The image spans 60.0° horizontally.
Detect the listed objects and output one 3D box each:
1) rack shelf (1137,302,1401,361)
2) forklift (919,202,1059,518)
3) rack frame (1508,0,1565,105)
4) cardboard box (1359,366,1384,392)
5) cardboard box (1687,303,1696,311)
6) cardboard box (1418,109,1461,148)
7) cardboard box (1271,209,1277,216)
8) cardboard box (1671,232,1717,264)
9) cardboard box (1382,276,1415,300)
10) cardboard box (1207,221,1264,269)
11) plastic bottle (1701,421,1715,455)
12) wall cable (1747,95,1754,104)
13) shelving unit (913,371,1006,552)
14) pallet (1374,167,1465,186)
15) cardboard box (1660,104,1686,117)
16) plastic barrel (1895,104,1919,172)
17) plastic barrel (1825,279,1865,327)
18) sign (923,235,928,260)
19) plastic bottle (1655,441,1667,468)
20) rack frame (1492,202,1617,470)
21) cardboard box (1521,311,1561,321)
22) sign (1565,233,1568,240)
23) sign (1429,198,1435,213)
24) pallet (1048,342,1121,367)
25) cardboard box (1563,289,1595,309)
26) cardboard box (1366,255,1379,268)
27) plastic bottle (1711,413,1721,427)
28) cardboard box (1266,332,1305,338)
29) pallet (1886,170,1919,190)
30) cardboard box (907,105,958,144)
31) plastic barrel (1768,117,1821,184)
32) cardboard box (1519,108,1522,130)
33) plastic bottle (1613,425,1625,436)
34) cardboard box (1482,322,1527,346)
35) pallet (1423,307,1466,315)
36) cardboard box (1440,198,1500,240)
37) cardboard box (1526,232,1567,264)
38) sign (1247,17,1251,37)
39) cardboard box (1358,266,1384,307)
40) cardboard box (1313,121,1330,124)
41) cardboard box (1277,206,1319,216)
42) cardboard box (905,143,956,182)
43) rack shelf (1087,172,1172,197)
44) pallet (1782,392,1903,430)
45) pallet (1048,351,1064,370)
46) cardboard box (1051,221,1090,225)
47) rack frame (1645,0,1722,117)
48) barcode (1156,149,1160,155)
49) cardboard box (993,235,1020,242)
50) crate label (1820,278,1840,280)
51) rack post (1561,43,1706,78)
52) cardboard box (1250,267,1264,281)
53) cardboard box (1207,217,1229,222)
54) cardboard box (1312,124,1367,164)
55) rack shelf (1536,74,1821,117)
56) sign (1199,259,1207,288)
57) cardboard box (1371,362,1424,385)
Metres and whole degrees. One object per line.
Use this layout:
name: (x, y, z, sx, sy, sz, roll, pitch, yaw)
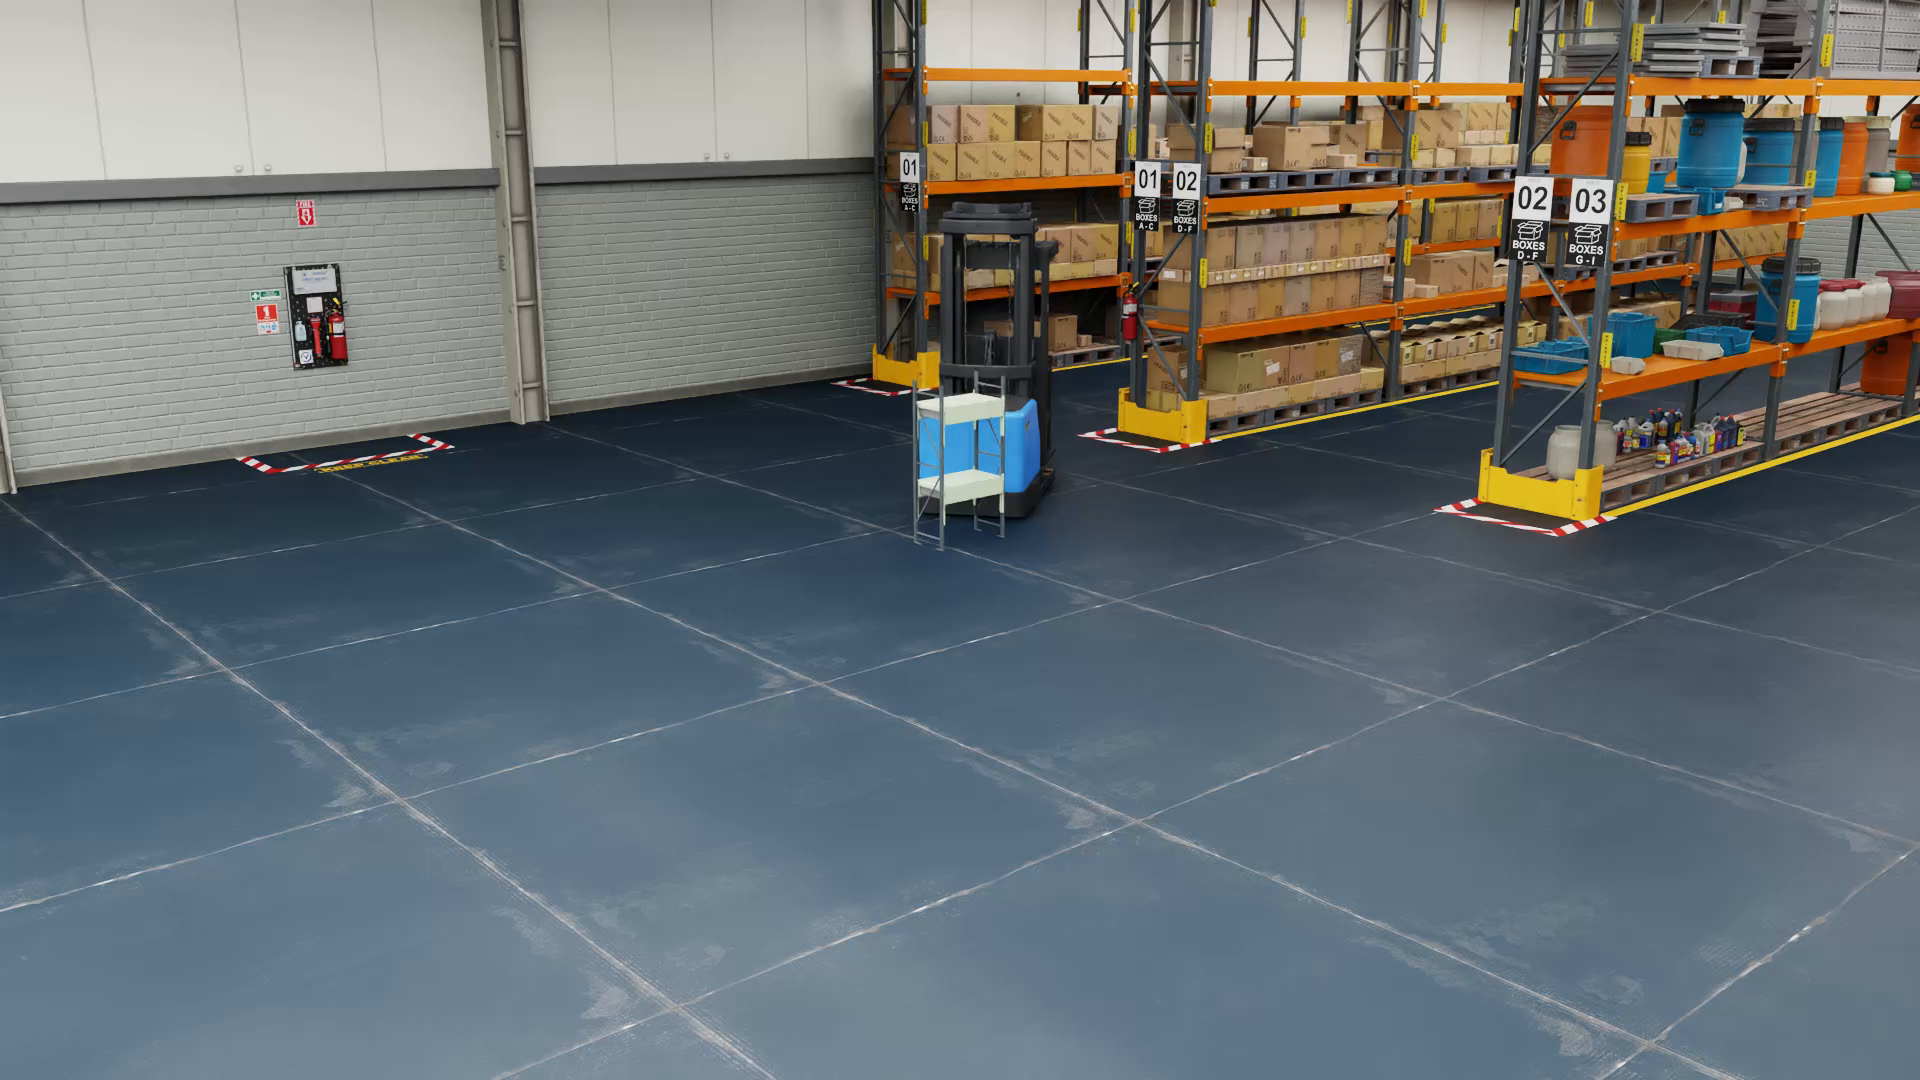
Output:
rack shelf: (3.938, -2.702, 20.948, 4.000, 0.370, 1.077, -13, 19, -39)
forklift: (0.392, -1.963, 16.920, 1.130, 2.935, 3.031, 3, 15, 11)
rack frame: (11.245, -9.283, 32.567, 0.127, 3.000, 1.000, -13, 19, -39)
cardboard box: (5.240, -2.142, 21.970, 0.500, 0.250, 0.500, -13, 19, -39)
cardboard box: (12.291, -3.936, 28.531, 0.500, 0.311, 0.500, -13, 19, -39)
cardboard box: (6.352, -5.528, 22.345, 0.500, 0.500, 0.500, -10, 18, -34)
cardboard box: (5.382, -5.721, 28.594, 0.500, 0.250, 0.500, -12, 19, -38)
cardboard box: (12.045, -4.825, 27.309, 0.500, 0.500, 0.500, -12, 19, -38)
cardboard box: (5.789, -3.408, 22.487, 0.500, 0.250, 0.500, -11, 19, -36)
cardboard box: (3.223, -3.562, 20.064, 0.500, 0.500, 0.700, -13, 20, -41)
plastic bottle: (8.010, -1.104, 17.851, 0.185, 0.351, 0.144, -13, 20, -40)
wall cable: (15.746, -8.672, 36.295, 0.112, 2.526, 3.097, -13, 19, -39)
shelving unit: (-0.005, -0.723, 15.052, 0.755, 1.500, 0.431, -13, 19, -39)
pallet: (6.104, -4.897, 22.330, 1.217, 0.209, 0.805, -14, 20, -42)
cardboard box: (11.823, -6.814, 27.004, 0.500, 0.500, 0.700, -13, 19, -39)
plastic barrel: (12.143, -5.056, 20.909, 0.708, 0.830, 0.600, -13, 19, -39)
plastic barrel: (10.441, -2.806, 19.680, 0.433, 0.535, 0.433, 0, 15, 0)
sign: (-0.469, -3.987, 22.687, 0.005, 0.325, 0.100, -13, 19, -39)
plastic bottle: (7.250, -0.887, 17.192, 0.097, 0.271, 0.097, 0, 15, 0)
rack frame: (5.678, -1.746, 15.974, 0.127, 3.000, 1.000, -13, 19, -39)
cardboard box: (9.016, -3.275, 25.690, 0.500, 0.500, 0.500, -12, 19, -37)
sign: (8.831, -4.518, 24.108, 0.005, 0.325, 0.100, -13, 19, -39)
sign: (8.591, -6.125, 30.276, 0.005, 0.325, 0.100, -13, 19, -39)
pallet: (1.709, -2.884, 25.639, 1.213, 0.211, 1.003, -13, 19, -39)
cardboard box: (9.824, -3.822, 26.284, 0.500, 0.250, 0.500, -13, 20, -40)
cardboard box: (5.194, -3.621, 21.543, 0.250, 0.149, 0.380, -13, 20, -41)
plastic bottle: (8.304, -1.219, 18.282, 0.185, 0.351, 0.144, -13, 19, -39)
cardboard box: (4.137, -2.438, 21.627, 0.500, 0.500, 0.500, -13, 19, -39)
pallet: (12.354, -4.570, 21.099, 1.213, 0.211, 1.003, -13, 19, -39)
cardboard box: (-0.375, -5.683, 22.730, 0.500, 0.500, 0.500, 14, 21, 43)
plastic barrel: (9.430, -4.354, 18.954, 0.600, 0.901, 0.600, 0, 15, 0)
cardboard box: (10.487, -8.116, 31.837, 0.500, 0.500, 0.500, -12, 19, -38)
plastic bottle: (7.088, -1.100, 17.981, 0.135, 0.276, 0.152, -13, 20, -41)
cardboard box: (7.843, -2.986, 24.042, 0.500, 0.311, 0.500, -13, 20, -40)
pallet: (8.852, -4.474, 31.590, 1.213, 0.211, 1.003, -13, 19, -39)
cardboard box: (9.744, -6.189, 32.026, 0.700, 0.700, 0.980, -14, 20, -42)
cardboard box: (8.865, -4.446, 25.074, 0.700, 0.500, 0.500, 8, 17, 28)
sign: (4.843, -8.563, 27.755, 0.005, 0.325, 0.100, -13, 19, -39)
cardboard box: (5.116, -3.360, 21.824, 0.500, 0.500, 0.700, -13, 20, -41)
cardboard box: (5.903, -6.933, 28.535, 0.500, 0.500, 0.700, -14, 20, -42)
cardboard box: (5.743, -5.625, 28.236, 0.500, 0.250, 0.500, -12, 19, -38)
cardboard box: (-0.409, -5.190, 22.822, 0.500, 0.500, 0.500, -12, 19, -38)
rack shelf: (3.701, -5.793, 26.705, 4.000, 0.370, 1.077, -13, 19, -39)
pallet: (11.103, -1.630, 20.944, 1.213, 0.211, 1.003, -13, 19, -39)
pallet: (0.788, -2.677, 24.862, 1.213, 0.211, 1.003, -13, 19, -39)
cardboard box: (1.700, -4.613, 25.505, 0.500, 0.500, 0.500, -13, 20, -41)
rack frame: (11.482, -7.642, 26.423, 0.127, 3.000, 1.000, -13, 19, -39)
barcode: (2.340, -4.586, 19.667, 0.075, 0.075, 0.001, -13, 19, -39)
cardboard box: (0.505, -4.165, 23.827, 0.500, 0.500, 0.500, -13, 20, -41)
crate label: (10.786, -3.003, 20.610, 0.616, 0.435, 0.502, -13, 19, -39)
rack post: (6.332, -4.506, 15.651, 0.954, 0.300, 0.937, -10, 18, -33)
cardboard box: (3.445, -3.227, 20.067, 0.250, 0.149, 0.380, -13, 20, -40)
cardboard box: (3.936, -4.994, 27.087, 0.500, 0.500, 0.700, -13, 19, -39)
cardboard box: (4.894, -5.122, 21.524, 0.500, 0.500, 0.500, -11, 18, -35)
rack shelf: (7.187, -4.442, 16.612, 4.000, 0.370, 1.077, -13, 19, -39)
sign: (2.789, -3.058, 19.056, 0.005, 0.325, 0.100, -13, 19, -39)
cardboard box: (5.914, -2.283, 22.499, 0.500, 0.250, 0.500, -13, 20, -41)
